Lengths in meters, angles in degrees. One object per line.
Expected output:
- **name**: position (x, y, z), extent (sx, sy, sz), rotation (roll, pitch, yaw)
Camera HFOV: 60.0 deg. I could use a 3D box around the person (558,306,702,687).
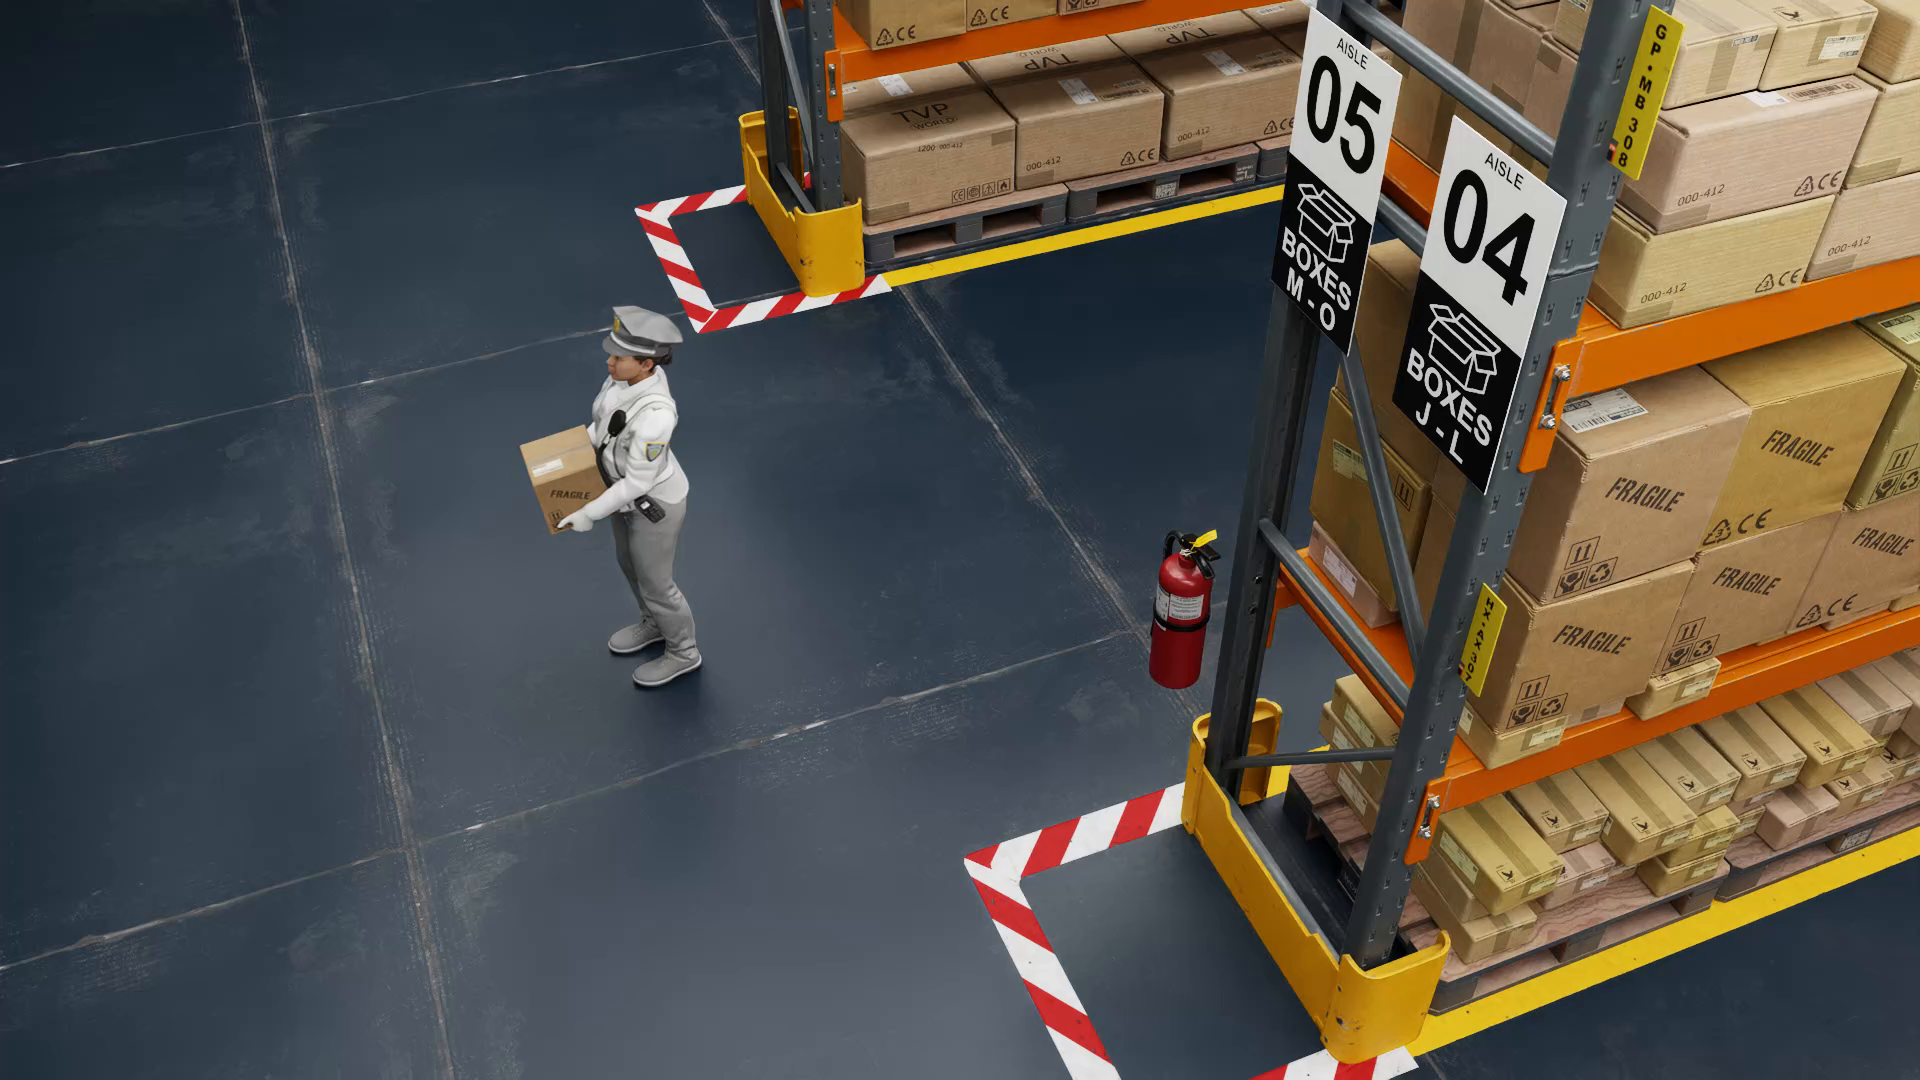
- **person**: position (-1.260, -0.147, 6.304), extent (0.564, 1.686, 0.460), rotation (-15, 44, -16)
